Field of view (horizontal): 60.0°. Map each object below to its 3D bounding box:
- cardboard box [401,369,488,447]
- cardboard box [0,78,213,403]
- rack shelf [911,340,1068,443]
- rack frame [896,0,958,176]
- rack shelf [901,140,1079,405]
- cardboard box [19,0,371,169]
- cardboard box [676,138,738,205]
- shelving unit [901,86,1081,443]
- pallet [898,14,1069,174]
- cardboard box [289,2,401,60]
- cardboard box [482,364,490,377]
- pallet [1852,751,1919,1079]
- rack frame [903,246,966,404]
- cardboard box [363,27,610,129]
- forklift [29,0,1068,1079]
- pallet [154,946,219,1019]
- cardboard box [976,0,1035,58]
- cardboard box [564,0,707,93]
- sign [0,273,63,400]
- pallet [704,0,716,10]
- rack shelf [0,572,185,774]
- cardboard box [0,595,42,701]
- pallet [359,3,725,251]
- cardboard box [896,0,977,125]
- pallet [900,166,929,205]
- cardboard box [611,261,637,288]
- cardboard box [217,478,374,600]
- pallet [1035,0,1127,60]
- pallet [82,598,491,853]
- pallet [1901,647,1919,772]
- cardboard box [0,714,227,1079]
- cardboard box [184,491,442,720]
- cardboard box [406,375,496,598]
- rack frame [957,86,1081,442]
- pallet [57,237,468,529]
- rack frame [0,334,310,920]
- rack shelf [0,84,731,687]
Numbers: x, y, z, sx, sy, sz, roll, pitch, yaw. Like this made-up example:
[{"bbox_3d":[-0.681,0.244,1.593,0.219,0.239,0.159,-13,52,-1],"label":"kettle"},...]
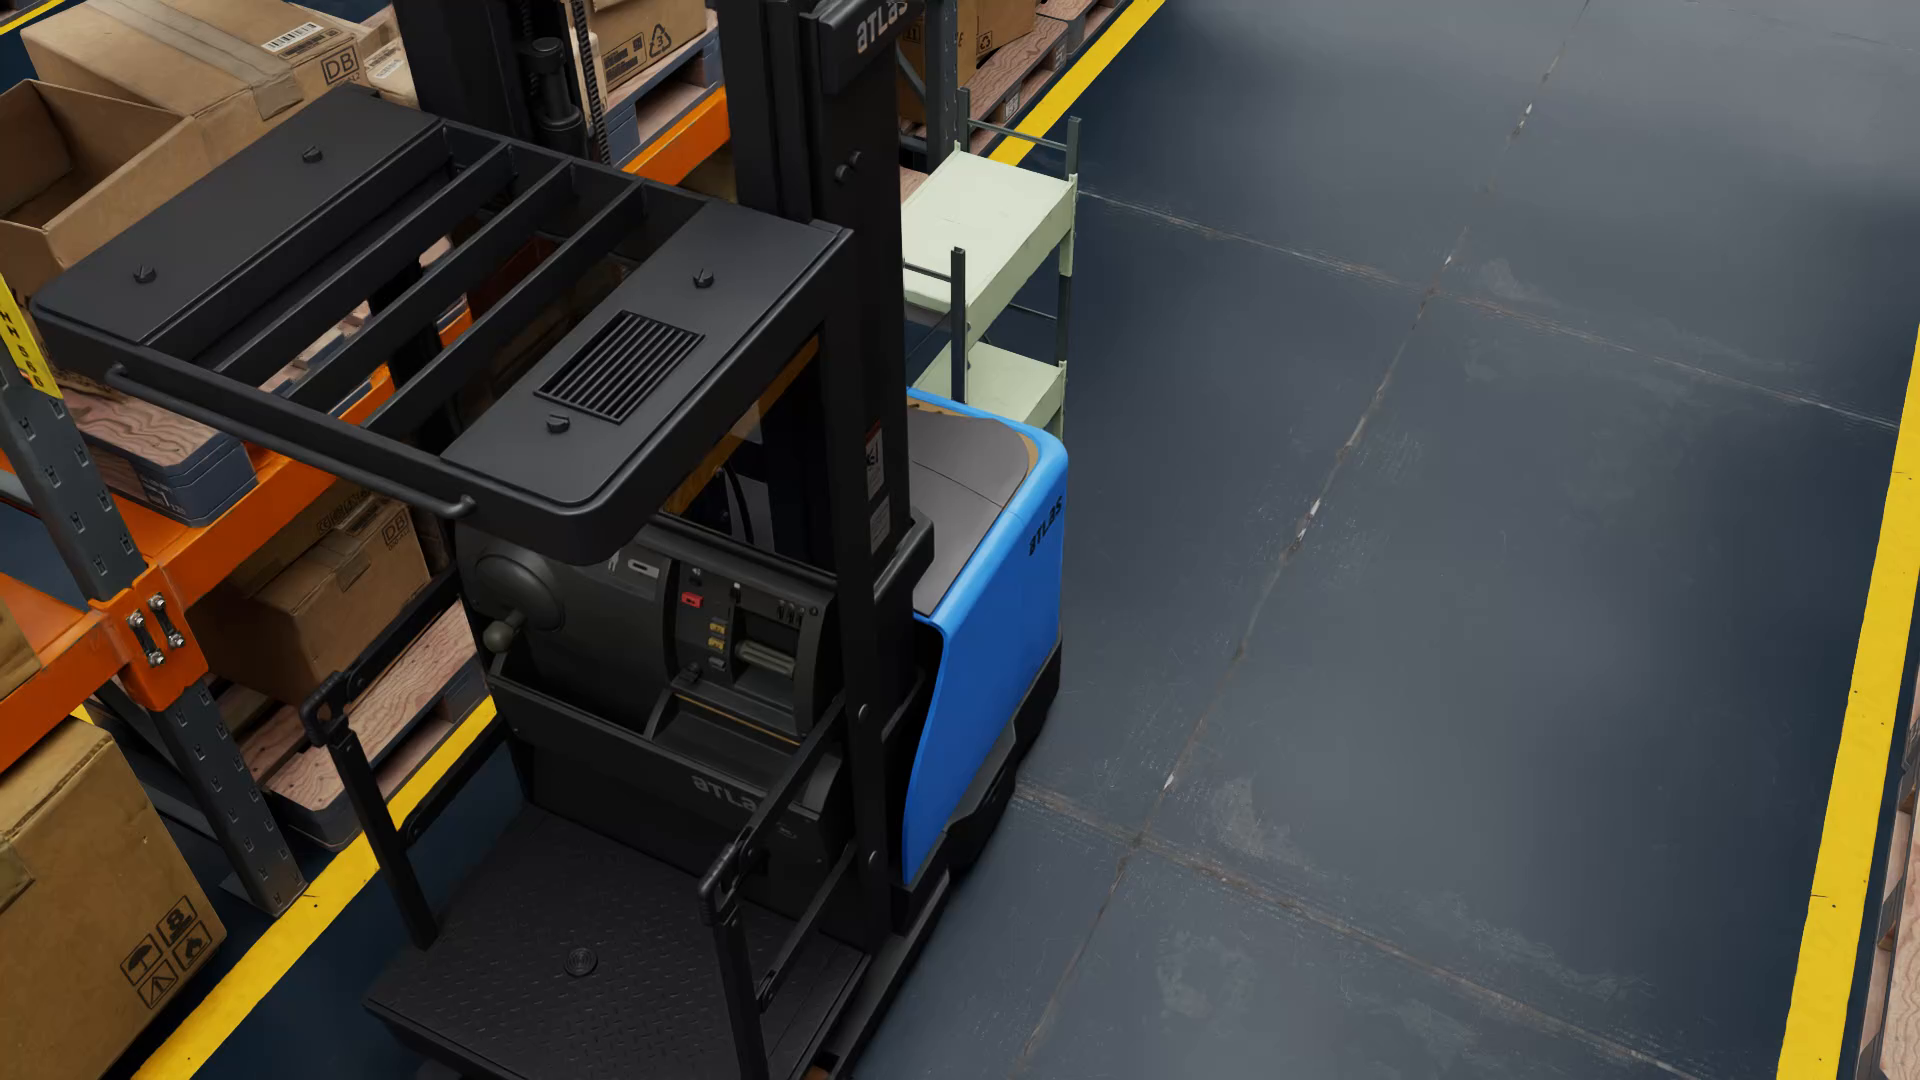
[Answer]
[{"bbox_3d":[-1.814,-0.496,5.052,0.500,0.250,0.500,26,51,23],"label":"cardboard box"},{"bbox_3d":[-2.121,-0.723,3.990,0.500,0.500,0.500,15,47,14],"label":"cardboard box"},{"bbox_3d":[0.003,-0.302,5.453,0.431,0.370,0.720,20,49,19],"label":"rack shelf"},{"bbox_3d":[-0.479,-2.707,6.316,1.000,3.000,0.127,20,49,19],"label":"rack frame"},{"bbox_3d":[0.003,-0.806,4.943,0.431,0.370,0.720,20,49,19],"label":"rack shelf"},{"bbox_3d":[-1.950,-1.108,4.370,0.700,0.500,0.500,28,51,25],"label":"cardboard box"},{"bbox_3d":[-1.021,-1.309,6.383,0.700,0.500,0.500,20,49,19],"label":"cardboard box"},{"bbox_3d":[0.003,-0.531,5.221,0.431,1.500,0.755,20,49,19],"label":"shelving unit"},{"bbox_3d":[-0.199,-2.161,7.738,1.003,0.211,1.213,20,49,19],"label":"pallet"},{"bbox_3d":[-1.801,-1.427,4.850,0.396,0.266,0.258,19,48,18],"label":"cardboard box"},{"bbox_3d":[-1.540,-0.605,5.687,0.700,0.500,0.500,24,50,22],"label":"cardboard box"},{"bbox_3d":[3.012,1.188,4.428,1.003,0.211,1.213,20,49,19],"label":"pallet"},{"bbox_3d":[-0.167,-0.301,4.993,0.400,1.500,0.023,20,49,19],"label":"rack frame"},{"bbox_3d":[-1.354,-1.262,4.698,0.500,0.250,0.500,19,48,18],"label":"cardboard box"},{"bbox_3d":[-0.796,0.232,3.460,1.130,2.935,3.031,19,48,18],"label":"forklift"},{"bbox_3d":[-2.769,1.265,4.351,1.003,0.211,1.213,20,49,19],"label":"pallet"},{"bbox_3d":[0.001,-2.578,7.651,0.500,0.500,0.500,-34,55,-29],"label":"cardboard box"},{"bbox_3d":[-1.202,-1.768,5.021,0.797,0.503,0.637,25,51,23],"label":"cardboard box"},{"bbox_3d":[-1.843,-0.413,3.235,0.100,0.325,0.005,20,49,19],"label":"sign"},{"bbox_3d":[-0.963,-2.206,5.956,1.003,0.211,1.213,20,49,19],"label":"pallet"},{"bbox_3d":[-3.265,1.326,2.836,1.077,0.370,4.000,20,49,19],"label":"rack shelf"},{"bbox_3d":[-2.346,0.171,3.402,0.500,0.500,0.500,22,49,20],"label":"cardboard box"},{"bbox_3d":[-1.453,-1.380,5.140,1.003,0.211,1.213,20,49,19],"label":"pallet"},{"bbox_3d":[-0.258,-2.214,7.292,0.500,0.500,0.500,19,48,18],"label":"cardboard box"},{"bbox_3d":[-0.839,-1.236,6.823,1.003,0.211,1.213,20,49,19],"label":"pallet"},{"bbox_3d":[-1.281,-0.956,6.034,0.700,0.500,0.500,17,48,16],"label":"cardboard box"},{"bbox_3d":[-2.052,-0.158,4.718,0.500,0.250,0.500,22,49,21],"label":"cardboard box"},{"bbox_3d":[0.366,-2.933,8.500,1.003,0.211,1.213,20,49,19],"label":"pallet"},{"bbox_3d":[-1.972,0.302,5.303,1.003,0.211,1.213,20,49,19],"label":"pallet"},{"bbox_3d":[3.577,0.416,5.190,1.003,0.211,1.213,20,49,19],"label":"pallet"},{"bbox_3d":[-2.675,0.840,4.009,1.225,0.875,0.875,18,48,17],"label":"cardboard box"},{"bbox_3d":[-2.043,0.109,4.982,0.700,0.500,0.500,18,48,17],"label":"cardboard box"},{"bbox_3d":[-1.797,-0.245,5.331,0.700,0.500,0.500,17,48,16],"label":"cardboard box"},{"bbox_3d":[0.173,-0.762,5.449,0.400,1.500,0.023,20,49,19],"label":"rack frame"},{"bbox_3d":[-2.100,-0.603,4.372,1.213,0.211,1.003,20,49,19],"label":"pallet"},{"bbox_3d":[-2.336,-0.187,3.826,1.000,3.000,0.127,20,49,19],"label":"rack frame"},{"bbox_3d":[-1.408,-1.194,5.327,1.077,0.370,4.000,20,49,19],"label":"rack shelf"}]
